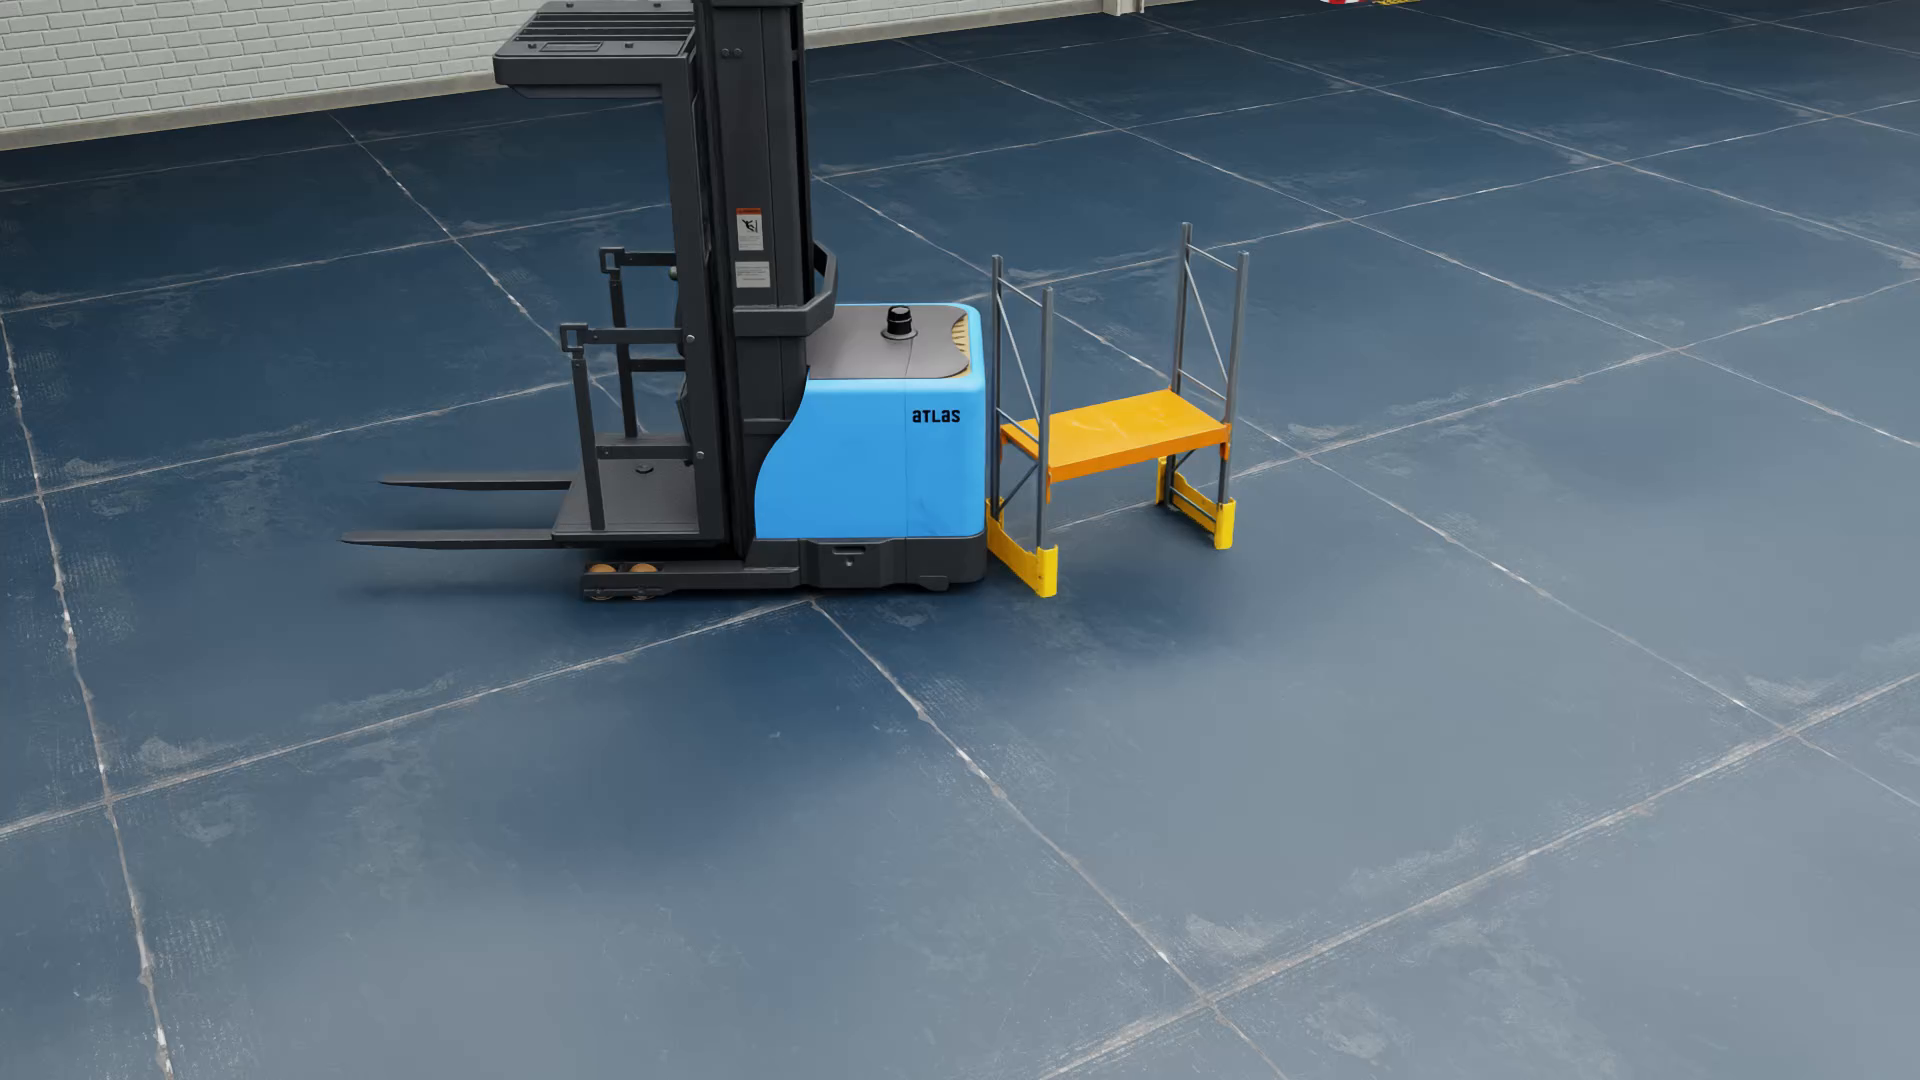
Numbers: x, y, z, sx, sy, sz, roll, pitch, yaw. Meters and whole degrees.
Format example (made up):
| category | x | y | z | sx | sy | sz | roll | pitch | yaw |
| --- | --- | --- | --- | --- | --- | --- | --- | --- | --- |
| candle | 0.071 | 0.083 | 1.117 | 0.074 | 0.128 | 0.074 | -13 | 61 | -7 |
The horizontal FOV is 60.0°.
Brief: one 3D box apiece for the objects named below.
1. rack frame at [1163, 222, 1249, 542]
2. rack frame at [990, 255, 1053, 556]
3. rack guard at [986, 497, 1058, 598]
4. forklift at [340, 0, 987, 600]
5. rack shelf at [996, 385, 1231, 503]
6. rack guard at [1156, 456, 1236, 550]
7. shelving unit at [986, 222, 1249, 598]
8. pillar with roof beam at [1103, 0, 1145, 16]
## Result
| category | x | y | z | sx | sy | sz | roll | pitch | yaw |
| --- | --- | --- | --- | --- | --- | --- | --- | --- | --- |
| rack frame | 1.176 | -0.738 | 8.035 | 0.032 | 1.500 | 0.500 | -14 | 32 | -24 |
| rack frame | 0.271 | -0.514 | 7.629 | 0.032 | 1.500 | 0.500 | -14 | 32 | -24 |
| rack guard | 0.288 | 0.029 | 7.939 | 0.087 | 0.250 | 0.587 | -14 | 32 | -24 |
| forklift | -1.396 | -1.261 | 7.501 | 3.031 | 2.935 | 1.130 | -1 | 29 | -1 |
| rack shelf | 0.723 | -0.468 | 7.919 | 1.000 | 0.185 | 0.538 | -14 | 32 | -24 |
| rack guard | 1.174 | -0.191 | 8.337 | 0.087 | 0.250 | 0.587 | -14 | 32 | -24 |
| shelving unit | 0.731 | -0.628 | 7.836 | 1.083 | 1.500 | 0.587 | -14 | 32 | -24 |
| pillar with roof beam | 4.083 | -8.316 | 14.006 | 0.400 | 9.000 | 9.100 | -16 | 33 | -26 |
